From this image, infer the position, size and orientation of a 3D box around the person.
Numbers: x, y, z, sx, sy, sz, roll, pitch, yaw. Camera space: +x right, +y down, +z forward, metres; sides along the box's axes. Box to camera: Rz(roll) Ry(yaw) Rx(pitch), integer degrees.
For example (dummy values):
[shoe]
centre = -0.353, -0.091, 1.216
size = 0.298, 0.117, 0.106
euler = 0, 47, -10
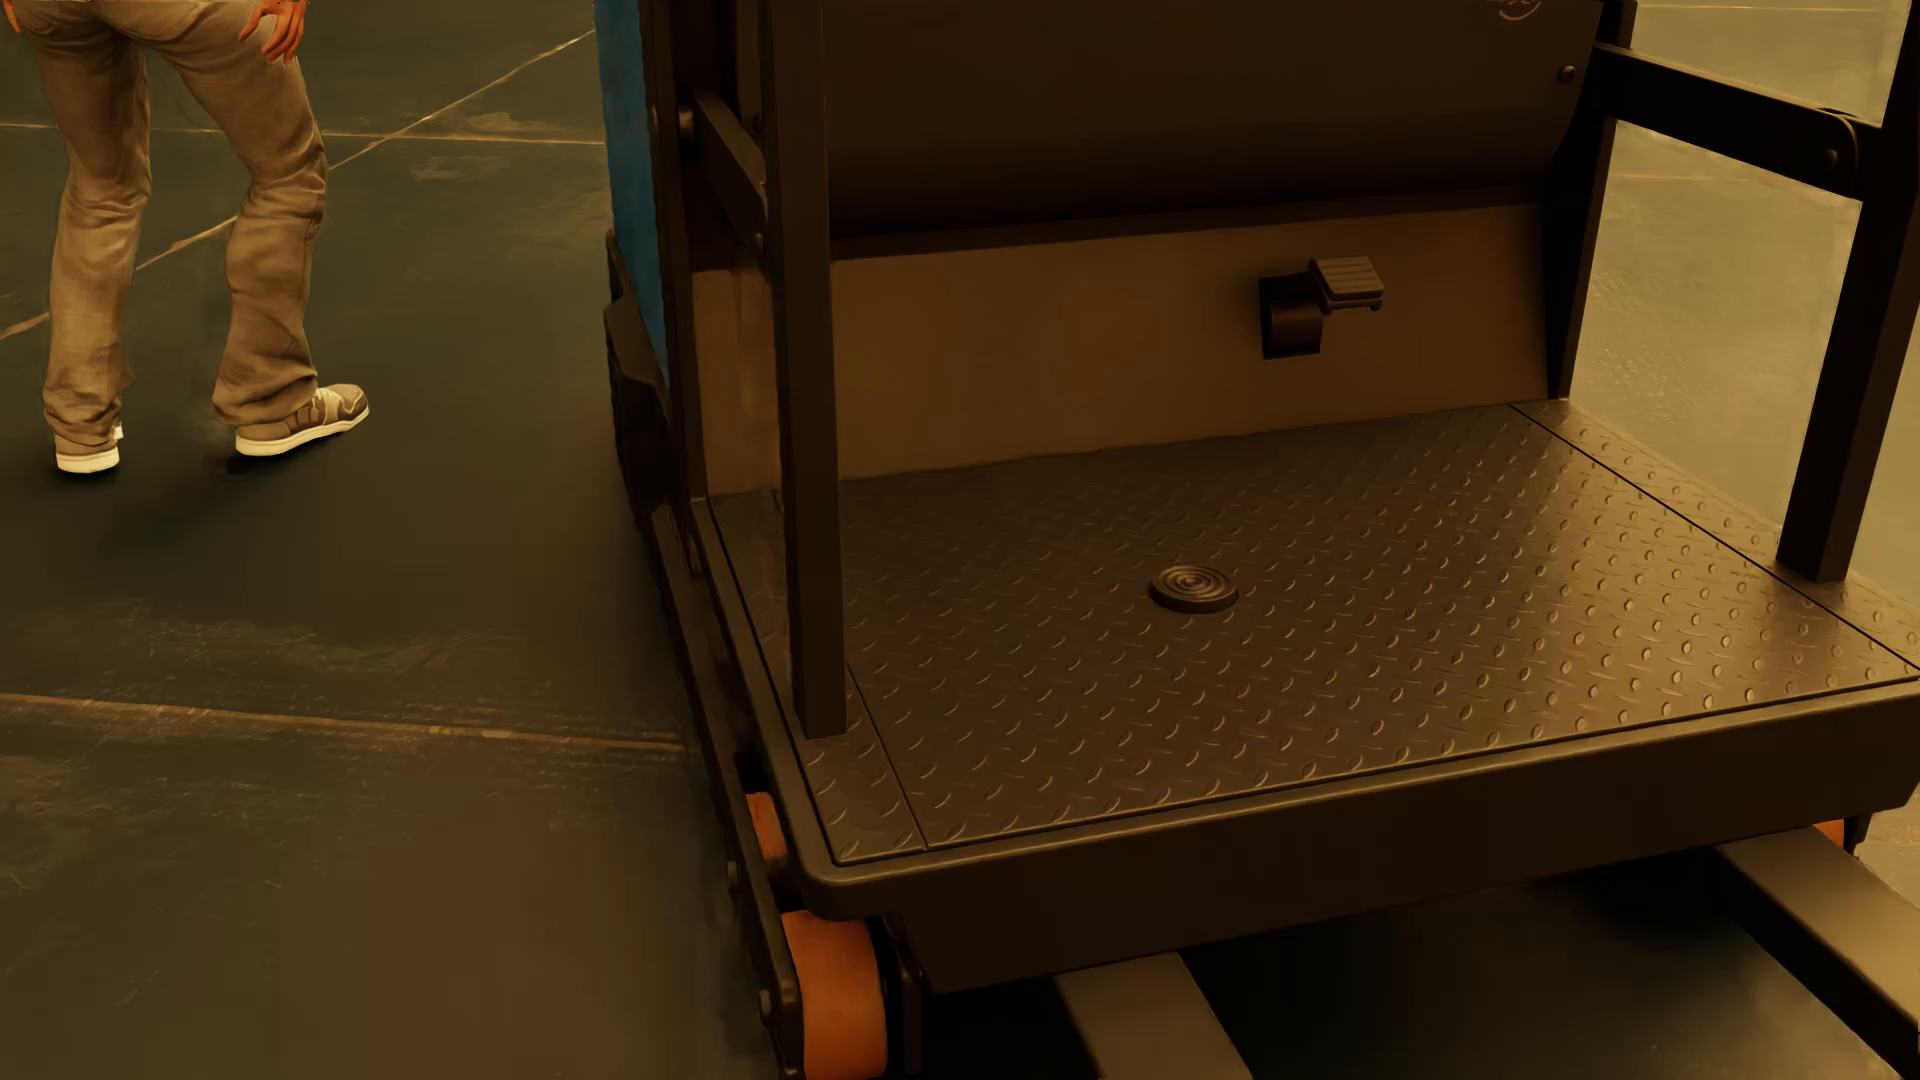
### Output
[person]
centre = -1.196, -0.844, 2.462
size = 0.686, 1.552, 0.429
euler = 8, 28, 16

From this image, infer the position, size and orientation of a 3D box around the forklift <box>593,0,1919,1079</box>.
[forklift]
centre = 0.285, -1.012, 1.245
size = 1.130, 2.935, 3.031
euler = -7, 27, -14
